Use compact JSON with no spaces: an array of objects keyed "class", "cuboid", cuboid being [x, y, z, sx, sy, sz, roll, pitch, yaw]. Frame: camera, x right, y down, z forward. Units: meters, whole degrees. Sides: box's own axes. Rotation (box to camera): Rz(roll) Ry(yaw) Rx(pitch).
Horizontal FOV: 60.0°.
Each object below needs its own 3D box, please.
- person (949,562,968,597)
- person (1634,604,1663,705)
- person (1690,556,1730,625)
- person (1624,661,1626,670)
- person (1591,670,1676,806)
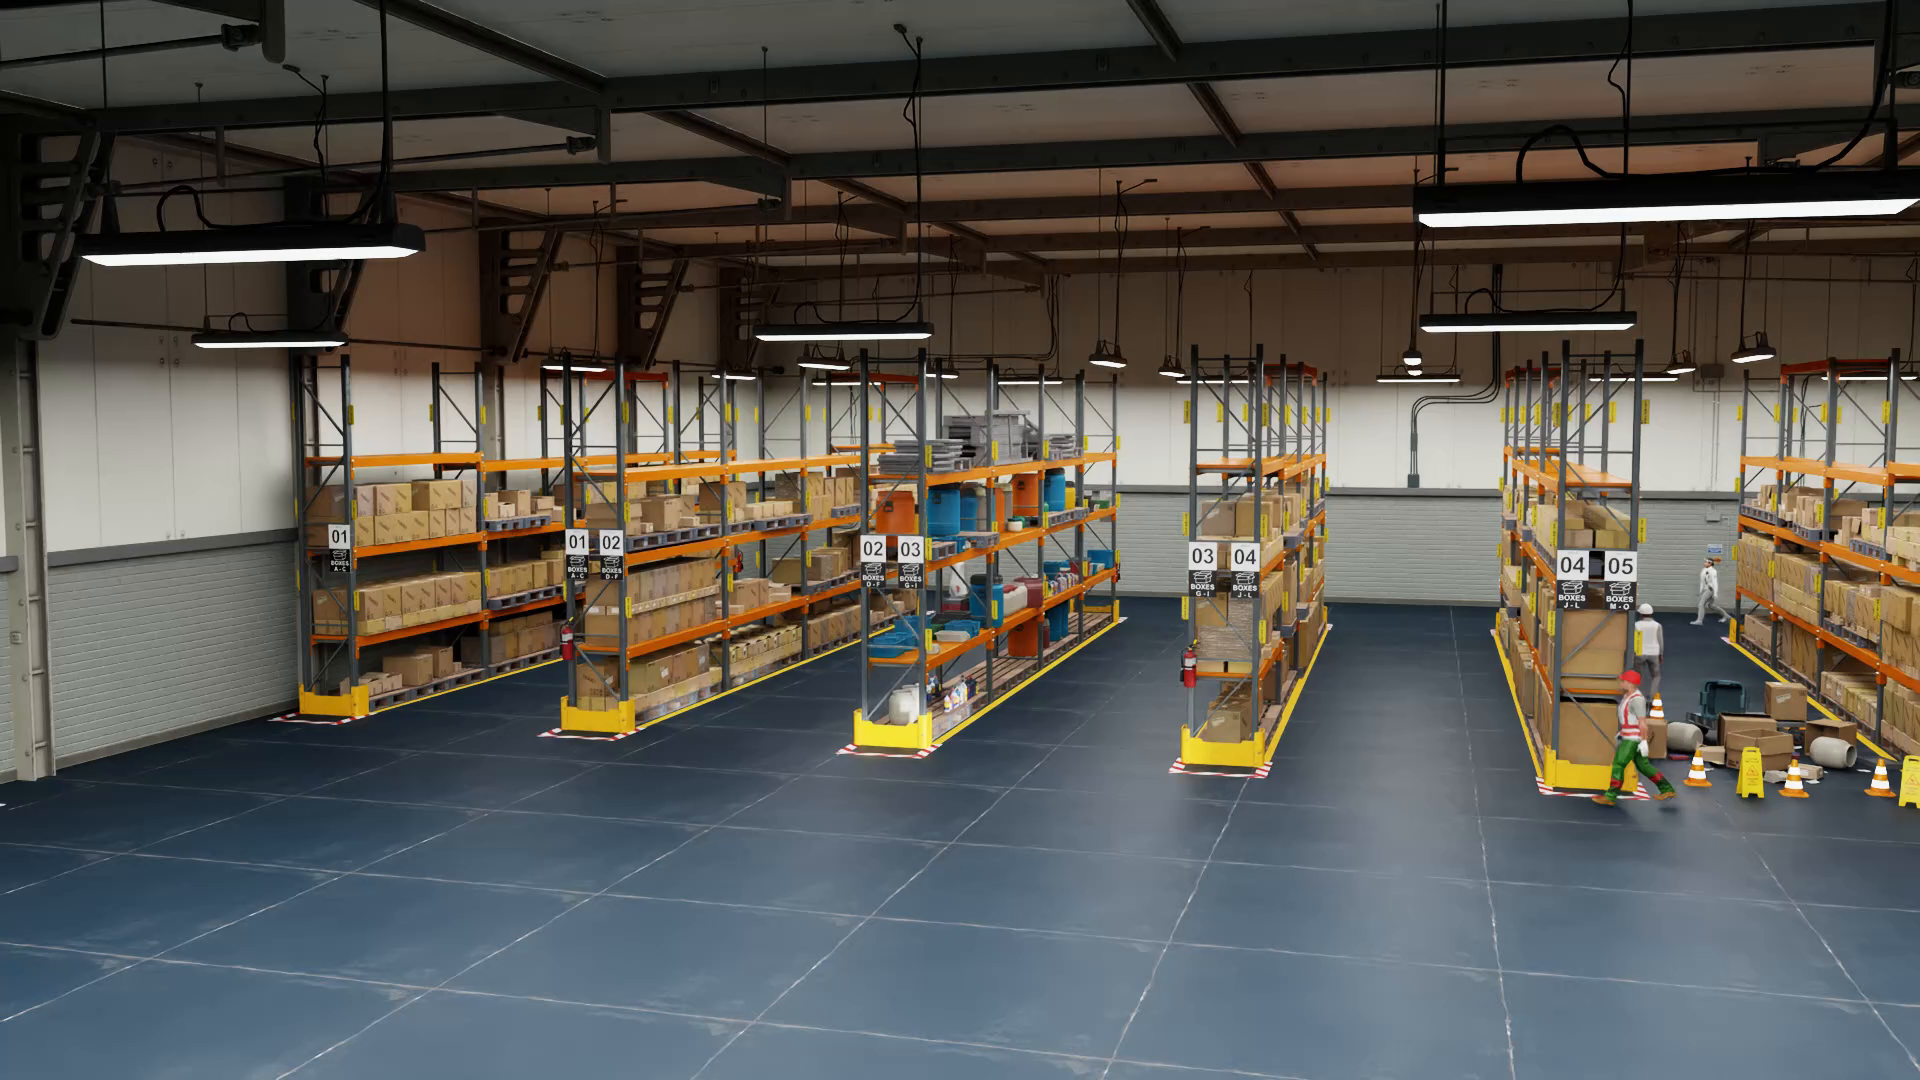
[{"class":"person","cuboid":[-0.034,1.123,40.089,0.623,1.824,0.635,-1,4,-15]},{"class":"person","cuboid":[11.799,1.981,28.588,0.566,1.772,0.523,1,4,15]},{"class":"person","cuboid":[17.871,1.200,39.581,0.934,1.642,0.476,1,4,9]},{"class":"person","cuboid":[12.817,1.774,32.131,0.498,1.655,0.503,1,4,15]},{"class":"person","cuboid":[8.633,2.534,21.272,1.057,1.750,0.602,1,4,9]}]
